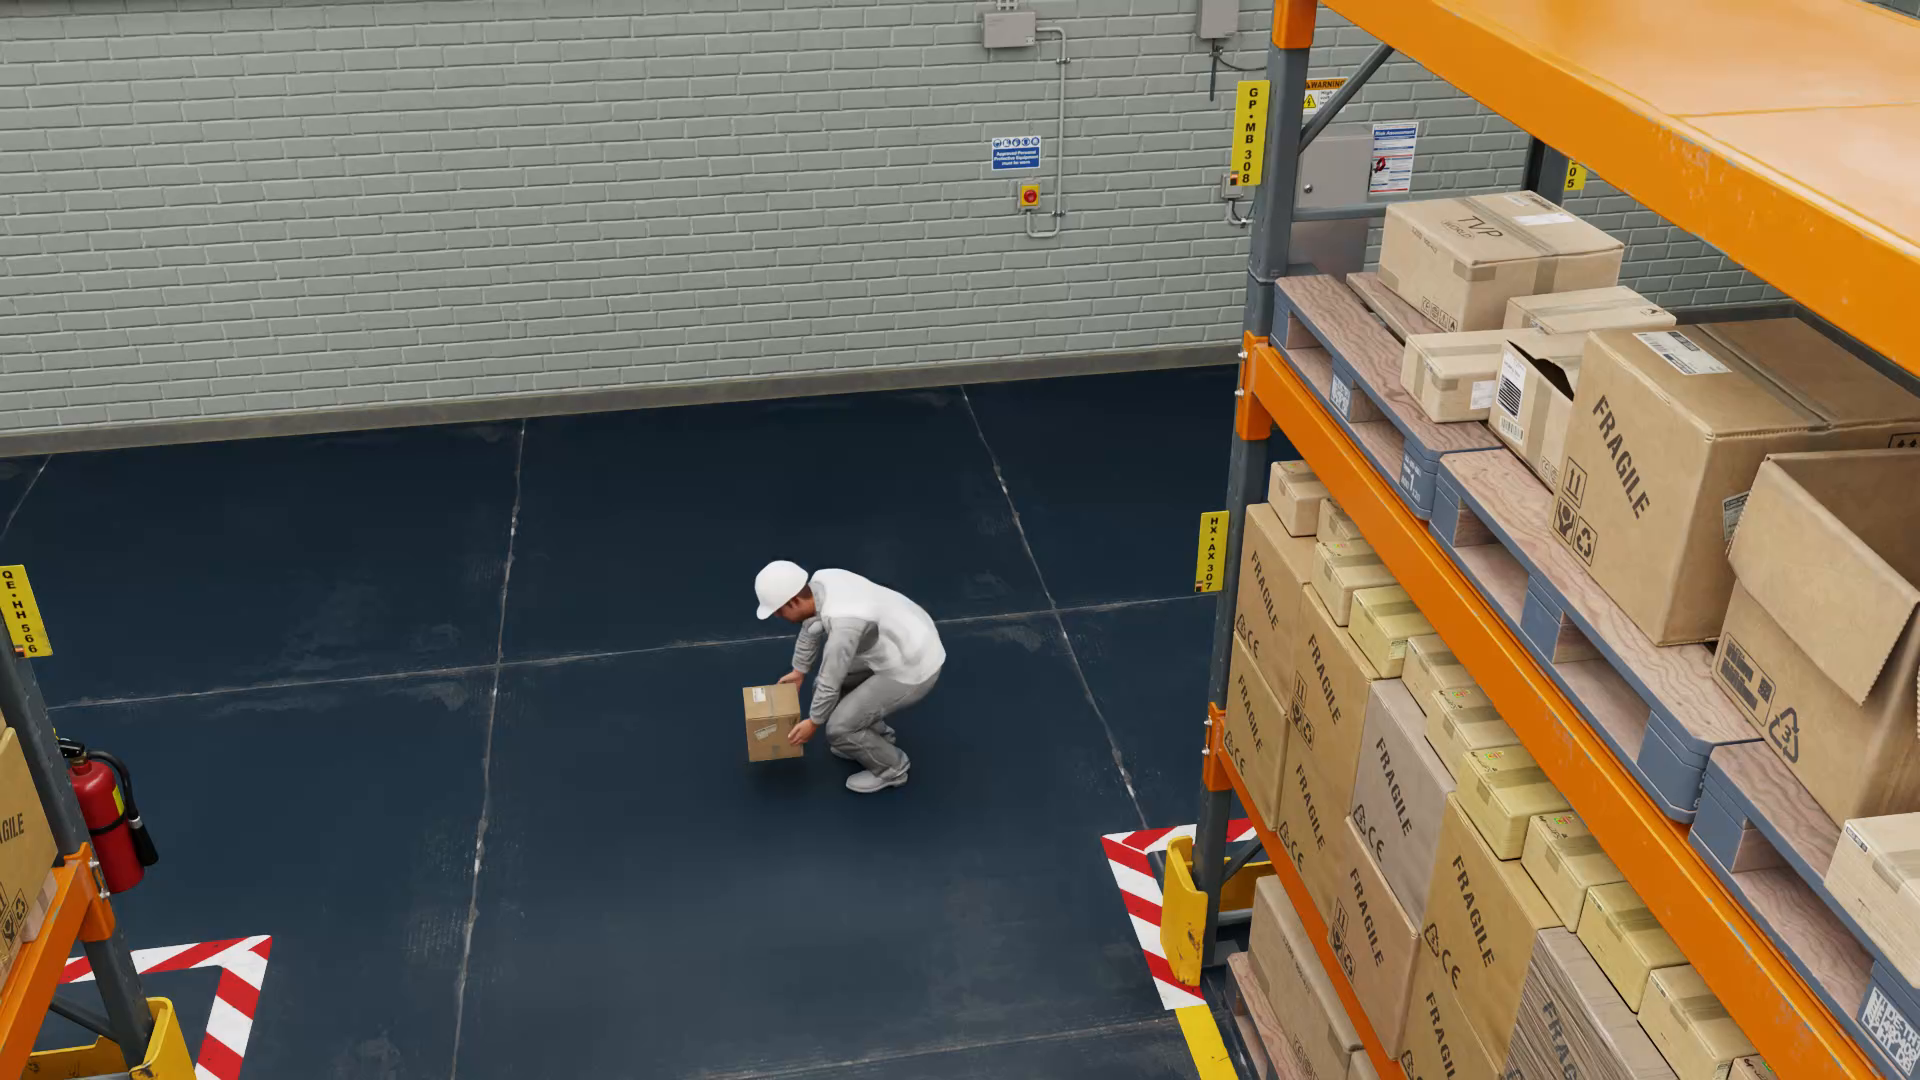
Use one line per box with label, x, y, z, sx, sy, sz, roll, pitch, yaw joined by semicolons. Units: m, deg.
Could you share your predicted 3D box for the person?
person;-0.490;0.595;7.647;0.844;1.222;0.575;-5;31;-9
